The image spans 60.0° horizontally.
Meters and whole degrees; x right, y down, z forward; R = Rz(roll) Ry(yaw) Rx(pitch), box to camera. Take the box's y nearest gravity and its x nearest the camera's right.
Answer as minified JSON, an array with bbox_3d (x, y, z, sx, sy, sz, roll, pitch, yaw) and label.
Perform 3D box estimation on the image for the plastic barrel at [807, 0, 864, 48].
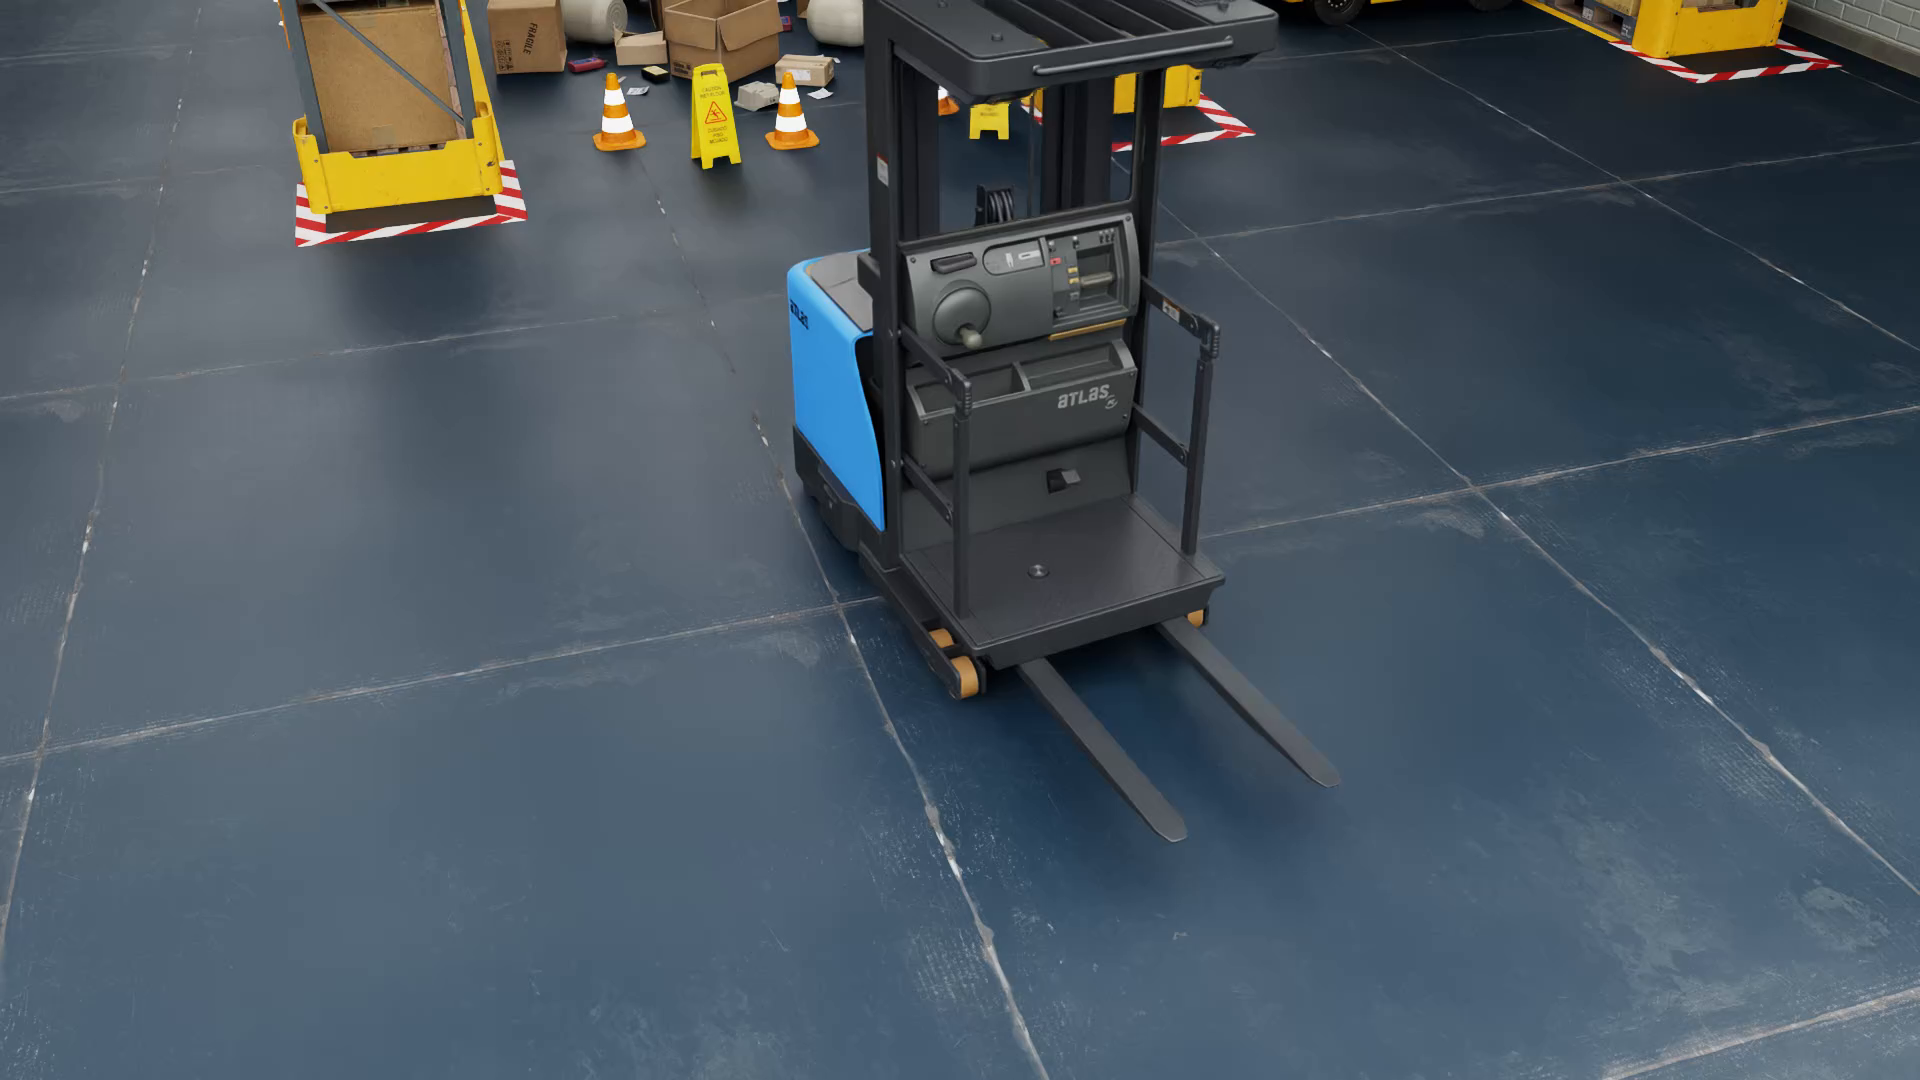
[{"bbox_3d":[-0.908,-4.103,13.075,0.512,0.421,0.421,13,36,18],"label":"plastic barrel"}]

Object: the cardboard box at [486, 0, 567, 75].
[{"bbox_3d":[-3.289,-3.878,12.663,0.500,0.500,0.500,-4,34,-6],"label":"cardboard box"}]

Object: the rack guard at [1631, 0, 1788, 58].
[{"bbox_3d":[5.897,-4.129,13.045,1.175,0.500,0.348,-10,35,-15],"label":"rack guard"}]

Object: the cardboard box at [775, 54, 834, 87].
[{"bbox_3d":[-1.160,-3.506,12.421,0.380,0.149,0.250,7,34,10],"label":"cardboard box"}]

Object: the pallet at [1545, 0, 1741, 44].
[{"bbox_3d":[5.616,-4.415,13.741,1.003,0.211,1.213,-10,35,-15],"label":"pallet"}]

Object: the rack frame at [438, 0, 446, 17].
[{"bbox_3d":[-4.740,-5.562,12.947,1.000,3.000,0.127,-10,35,-15],"label":"rack frame"}]

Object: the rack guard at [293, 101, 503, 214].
[{"bbox_3d":[-3.512,-2.407,10.439,1.175,0.500,0.348,-10,35,-15],"label":"rack guard"}]

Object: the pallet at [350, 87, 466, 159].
[{"bbox_3d":[-3.838,-2.705,11.153,1.003,0.211,1.213,-10,35,-15],"label":"pallet"}]

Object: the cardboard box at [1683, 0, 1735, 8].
[{"bbox_3d":[5.926,-4.503,13.457,0.500,0.250,0.500,-10,35,-15],"label":"cardboard box"}]

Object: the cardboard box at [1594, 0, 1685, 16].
[{"bbox_3d":[5.445,-4.406,13.310,0.500,0.250,0.500,-10,35,-14],"label":"cardboard box"}]

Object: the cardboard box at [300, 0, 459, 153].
[{"bbox_3d":[-3.789,-3.096,10.761,0.875,0.875,0.875,-10,35,-14],"label":"cardboard box"}]

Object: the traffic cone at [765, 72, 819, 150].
[{"bbox_3d":[-1.149,-2.933,11.269,0.336,0.463,0.334,-10,35,-15],"label":"traffic cone"}]

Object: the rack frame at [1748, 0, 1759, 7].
[{"bbox_3d":[5.890,-5.184,12.375,1.000,3.000,0.127,-10,35,-15],"label":"rack frame"}]

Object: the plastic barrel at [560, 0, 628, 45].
[{"bbox_3d":[-2.933,-4.150,13.146,0.512,0.421,0.421,13,36,18],"label":"plastic barrel"}]

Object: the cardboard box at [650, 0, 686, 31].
[{"bbox_3d":[-2.076,-4.349,13.252,0.797,0.637,0.503,-10,35,-15],"label":"cardboard box"}]

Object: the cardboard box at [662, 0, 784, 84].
[{"bbox_3d":[-1.783,-3.803,12.548,0.637,0.503,0.797,19,38,26],"label":"cardboard box"}]

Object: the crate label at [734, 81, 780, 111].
[{"bbox_3d":[-1.448,-3.199,11.967,0.298,0.136,0.250,27,42,34],"label":"crate label"}]

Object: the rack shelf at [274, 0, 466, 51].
[{"bbox_3d":[-4.130,-4.212,11.556,1.077,0.370,4.000,-10,35,-15],"label":"rack shelf"}]

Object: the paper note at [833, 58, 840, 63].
[{"bbox_3d":[-0.955,-3.710,12.856,0.032,0.001,0.123,-10,35,-15],"label":"paper note"}]

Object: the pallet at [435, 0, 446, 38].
[{"bbox_3d":[-4.582,-3.987,13.091,1.003,0.211,1.213,-10,35,-15],"label":"pallet"}]

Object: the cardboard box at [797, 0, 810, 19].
[{"bbox_3d":[-1.026,-4.615,13.778,0.500,0.500,0.500,13,36,18],"label":"cardboard box"}]

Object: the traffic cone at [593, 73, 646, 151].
[{"bbox_3d":[-2.329,-2.921,11.251,0.336,0.463,0.334,-10,35,-15],"label":"traffic cone"}]

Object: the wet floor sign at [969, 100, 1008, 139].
[{"bbox_3d":[0.203,-3.086,11.334,0.267,0.644,0.232,1,33,2],"label":"wet floor sign"}]

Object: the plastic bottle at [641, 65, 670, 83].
[{"bbox_3d":[-2.306,-3.512,12.510,0.133,0.061,0.283,-23,40,-31],"label":"plastic bottle"}]

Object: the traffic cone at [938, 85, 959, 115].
[{"bbox_3d":[-0.196,-3.298,11.821,0.336,0.463,0.334,-10,35,-15],"label":"traffic cone"}]

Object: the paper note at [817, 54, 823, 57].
[{"bbox_3d":[-1.137,-3.737,12.888,0.148,0.019,0.142,1,33,2],"label":"paper note"}]

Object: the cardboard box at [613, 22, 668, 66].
[{"bbox_3d":[-2.462,-3.829,12.804,0.396,0.266,0.258,-4,34,-6],"label":"cardboard box"}]

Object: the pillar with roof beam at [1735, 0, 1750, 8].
[{"bbox_3d":[2.436,-7.480,10.408,9.100,9.000,0.400,-10,35,-15],"label":"pillar with roof beam"}]

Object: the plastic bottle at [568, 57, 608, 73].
[{"bbox_3d":[-2.835,-3.630,12.689,0.283,0.061,0.133,-23,40,-31],"label":"plastic bottle"}]

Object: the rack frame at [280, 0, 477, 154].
[{"bbox_3d":[-3.520,-3.462,9.769,1.000,3.000,0.127,-10,35,-15],"label":"rack frame"}]

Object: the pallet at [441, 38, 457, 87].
[{"bbox_3d":[-4.207,-3.345,12.120,1.003,0.211,1.213,-10,35,-15],"label":"pallet"}]

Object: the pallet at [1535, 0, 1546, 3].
[{"bbox_3d":[5.248,-5.055,14.708,1.003,0.211,1.213,-10,35,-15],"label":"pallet"}]

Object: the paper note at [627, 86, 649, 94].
[{"bbox_3d":[-2.368,-3.310,12.232,0.144,0.017,0.142,1,33,2],"label":"paper note"}]

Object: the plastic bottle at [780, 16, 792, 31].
[{"bbox_3d":[-1.449,-4.229,13.594,0.133,0.061,0.283,-4,34,-6],"label":"plastic bottle"}]

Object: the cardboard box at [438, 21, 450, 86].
[{"bbox_3d":[-4.060,-3.557,11.459,0.875,0.875,0.875,-11,35,-15],"label":"cardboard box"}]

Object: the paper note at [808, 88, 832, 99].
[{"bbox_3d":[-1.020,-3.271,12.172,0.148,0.019,0.142,-23,40,-31],"label":"paper note"}]

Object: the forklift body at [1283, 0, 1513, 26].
[{"bbox_3d":[3.574,-5.519,13.651,2.313,2.155,1.214,-10,35,-15],"label":"forklift body"}]

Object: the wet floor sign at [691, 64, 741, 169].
[{"bbox_3d":[-1.625,-2.798,10.899,0.267,0.644,0.232,-16,37,-23],"label":"wet floor sign"}]

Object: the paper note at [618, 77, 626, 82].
[{"bbox_3d":[-2.538,-3.454,12.468,0.032,0.001,0.123,7,34,10],"label":"paper note"}]

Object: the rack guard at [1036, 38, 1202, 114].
[{"bbox_3d":[1.140,-3.345,11.858,1.175,0.500,0.348,-10,35,-15],"label":"rack guard"}]

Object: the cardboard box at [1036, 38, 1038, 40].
[{"bbox_3d":[0.653,-3.767,12.344,0.500,0.250,0.500,-10,35,-15],"label":"cardboard box"}]

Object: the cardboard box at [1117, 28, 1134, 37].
[{"bbox_3d":[1.181,-3.846,12.462,0.500,0.250,0.500,-10,35,-15],"label":"cardboard box"}]

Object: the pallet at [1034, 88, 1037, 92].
[{"bbox_3d":[0.926,-3.657,12.592,1.003,0.211,1.213,-10,35,-15],"label":"pallet"}]

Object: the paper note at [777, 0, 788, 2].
[{"bbox_3d":[-1.520,-4.644,14.250,0.148,0.019,0.142,-10,35,-15],"label":"paper note"}]

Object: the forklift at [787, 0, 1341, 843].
[{"bbox_3d":[0.335,-0.892,5.942,1.130,2.935,3.031,-15,36,-21],"label":"forklift"}]
